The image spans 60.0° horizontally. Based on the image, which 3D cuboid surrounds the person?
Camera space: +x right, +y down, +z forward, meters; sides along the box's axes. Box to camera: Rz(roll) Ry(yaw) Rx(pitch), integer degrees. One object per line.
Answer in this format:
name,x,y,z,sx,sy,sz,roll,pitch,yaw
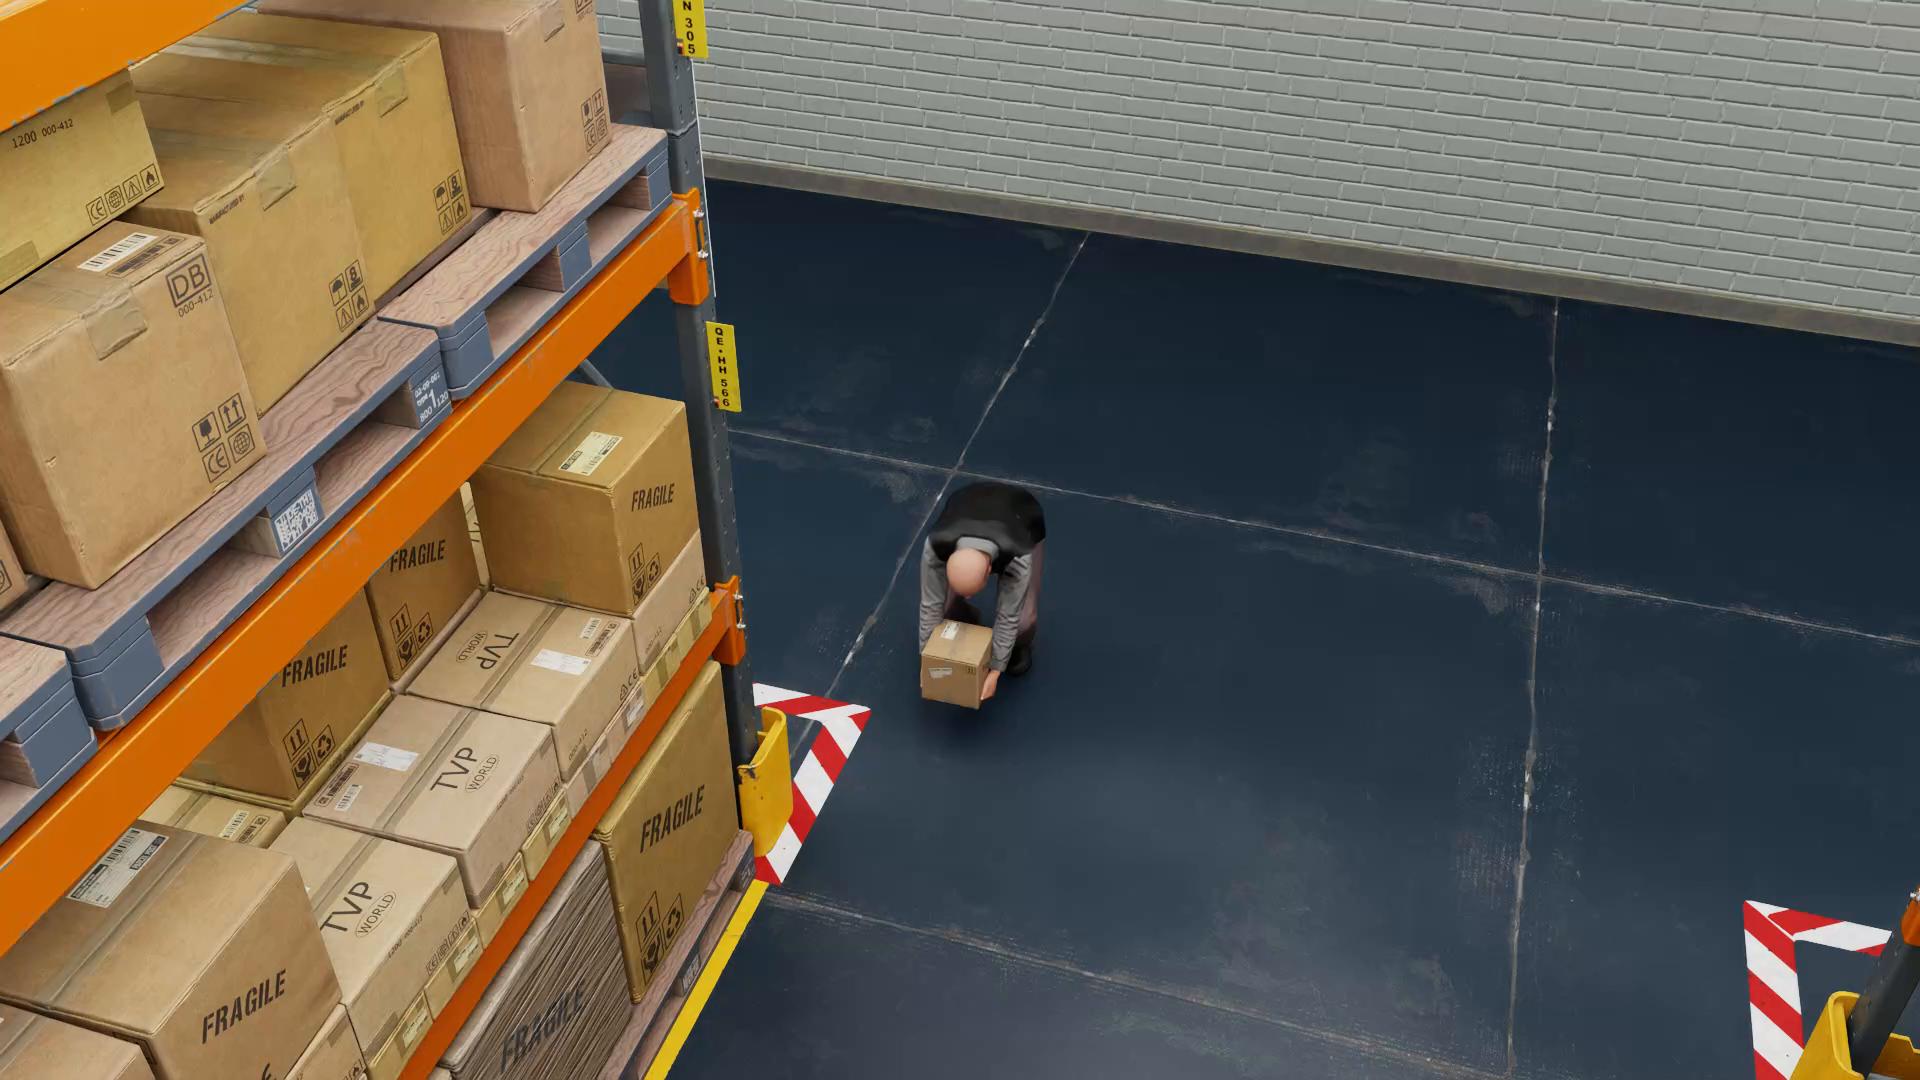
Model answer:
person,0.102,0.216,7.273,0.518,0.950,0.917,9,38,12
